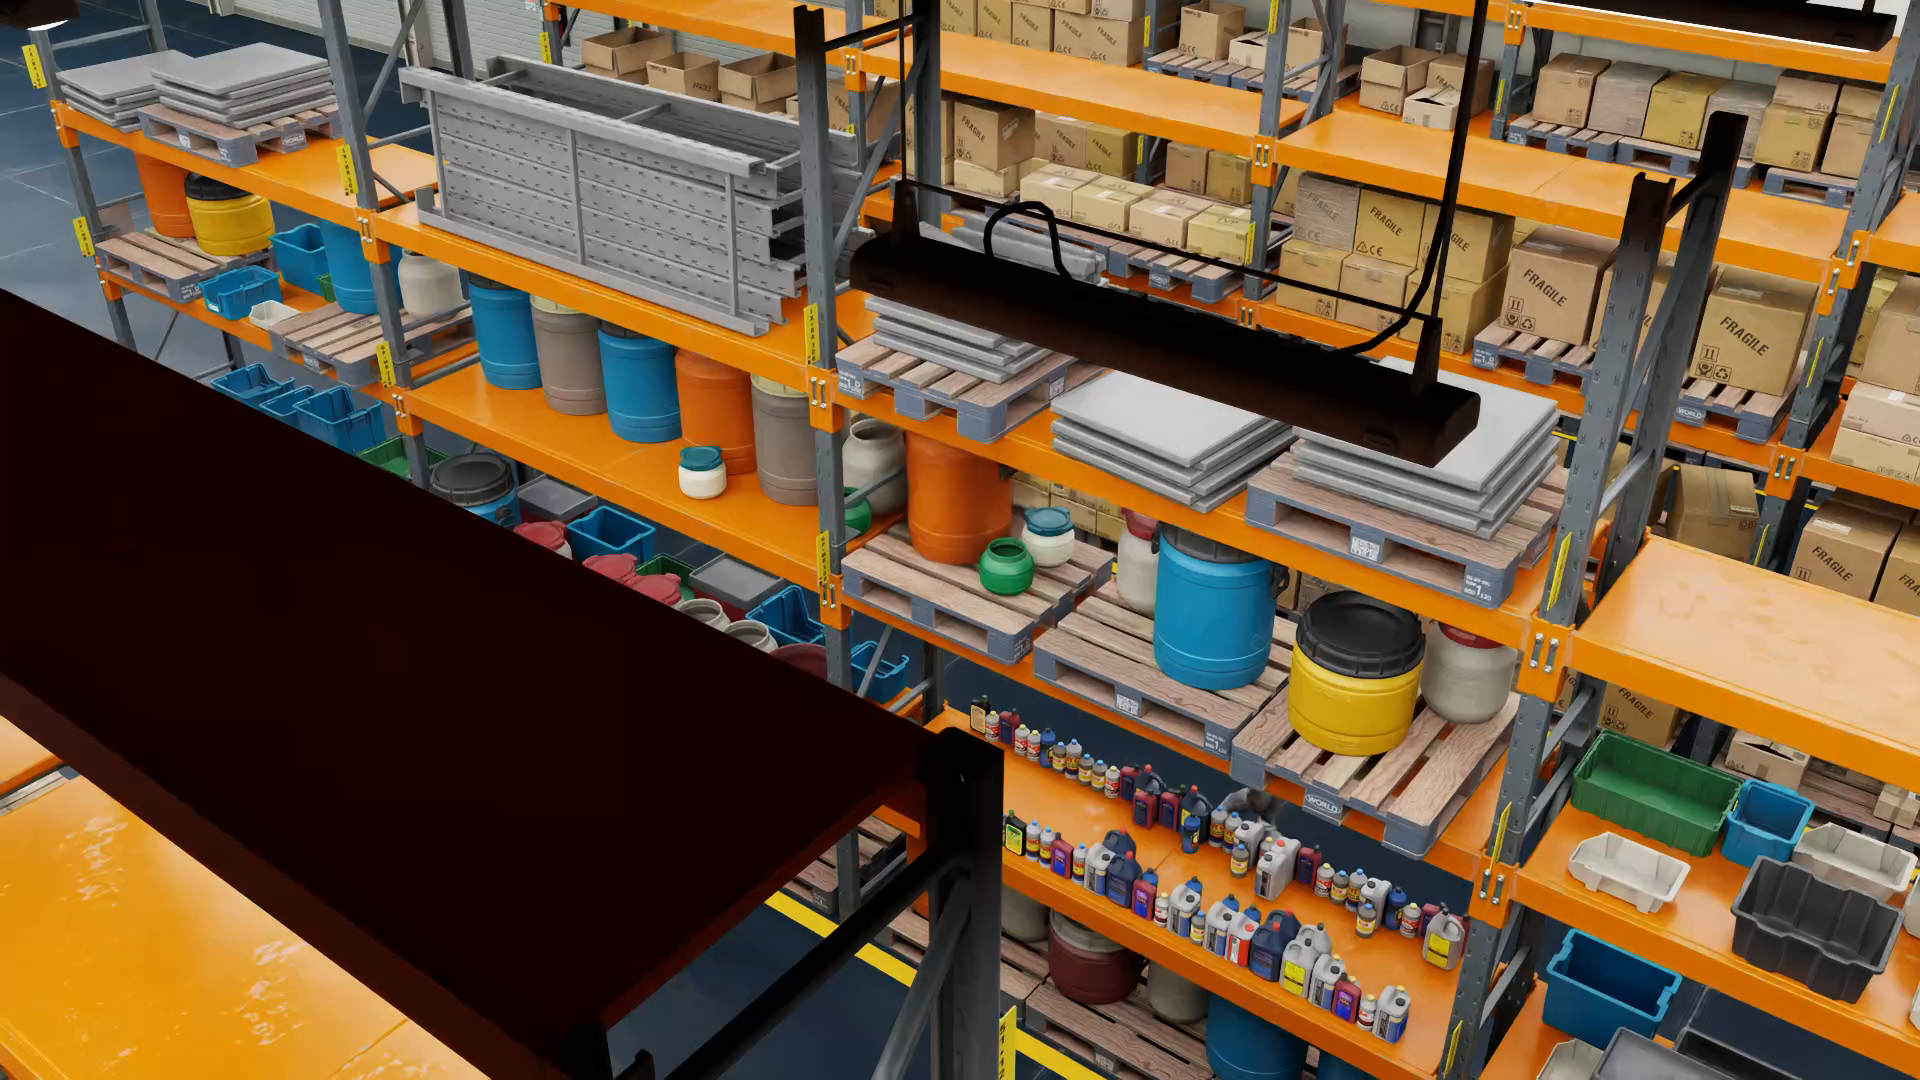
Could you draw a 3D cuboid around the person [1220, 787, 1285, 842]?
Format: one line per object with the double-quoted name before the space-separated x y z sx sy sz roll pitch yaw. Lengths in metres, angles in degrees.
"person" 2.120 1.356 11.373 0.609 1.769 0.489 -15 34 -23
